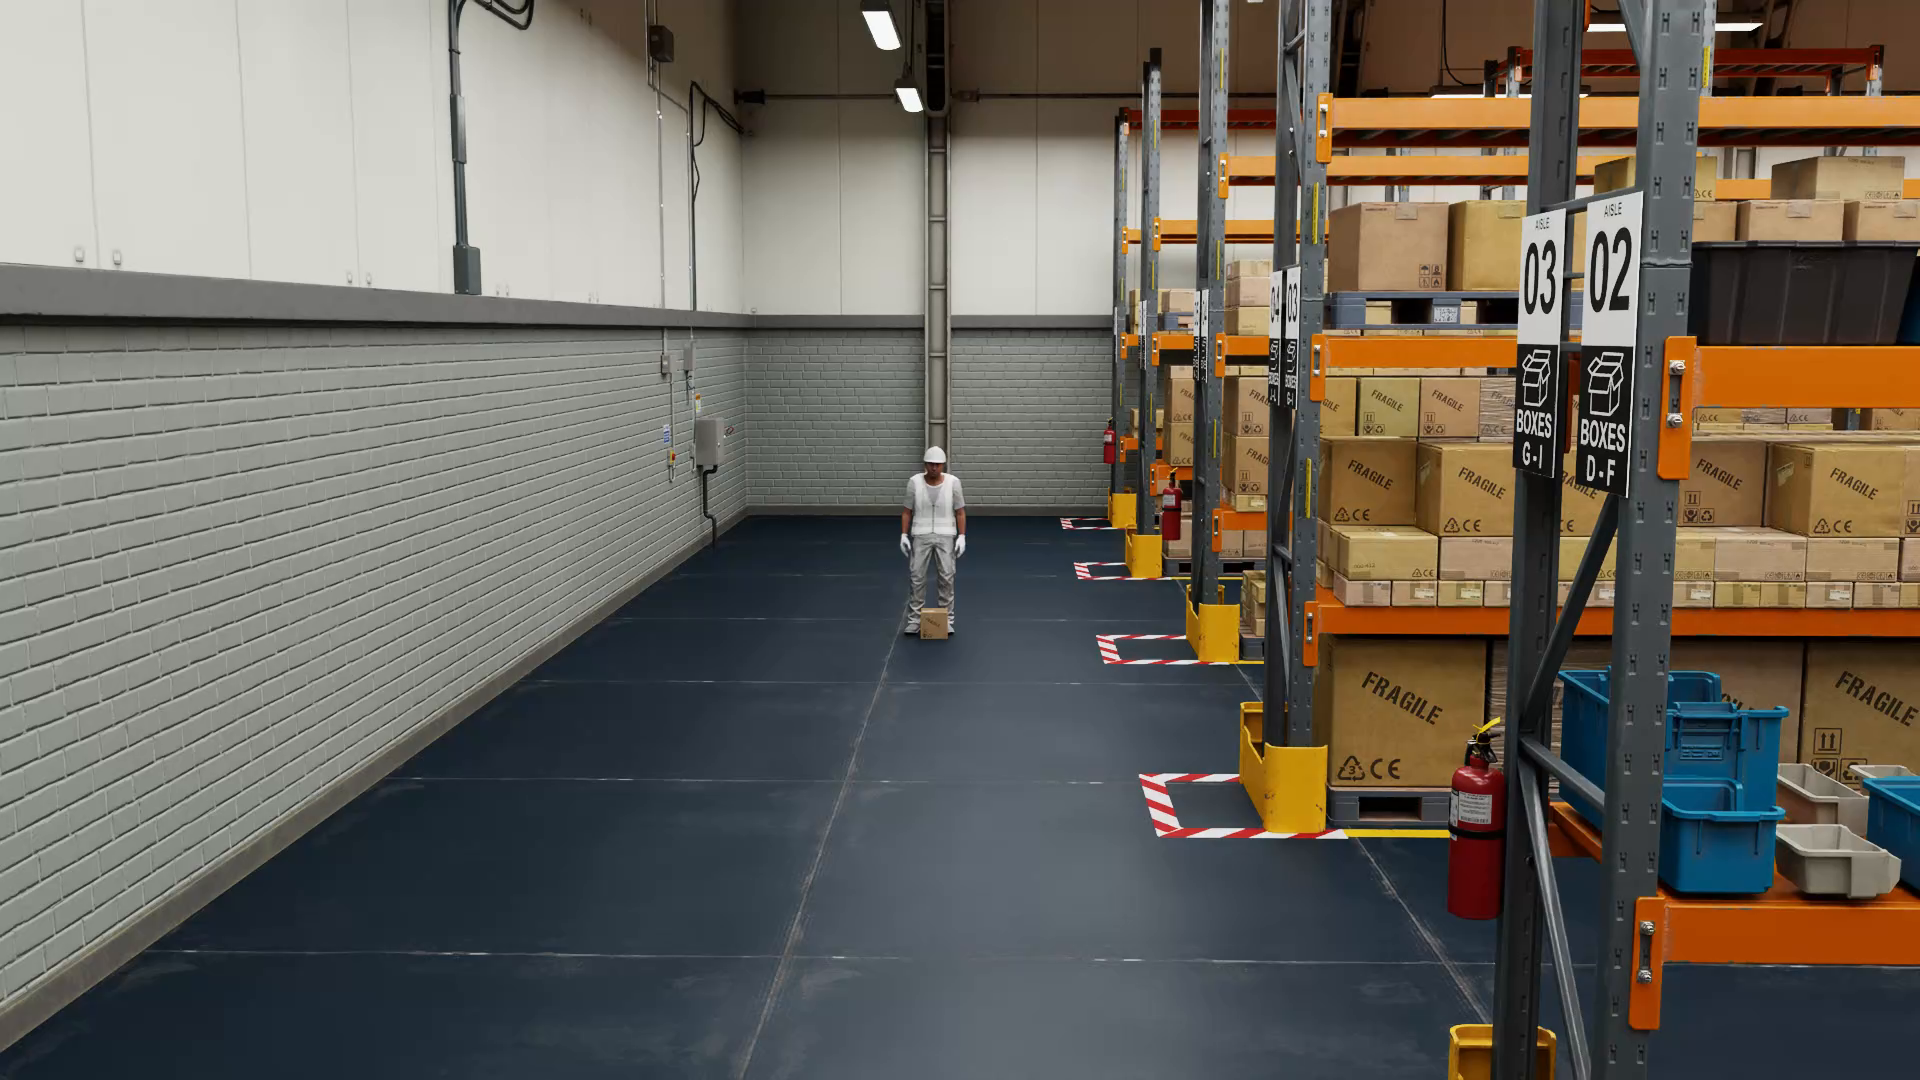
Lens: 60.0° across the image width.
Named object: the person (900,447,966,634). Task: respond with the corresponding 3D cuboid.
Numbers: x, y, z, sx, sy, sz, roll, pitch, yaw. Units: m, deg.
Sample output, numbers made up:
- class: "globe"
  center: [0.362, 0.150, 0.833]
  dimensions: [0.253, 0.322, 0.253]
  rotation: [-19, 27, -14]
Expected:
- class: "person"
  center: [-0.256, -0.001, 15.729]
  dimensions: [0.619, 1.774, 0.446]
  rotation: [0, 7, 2]
